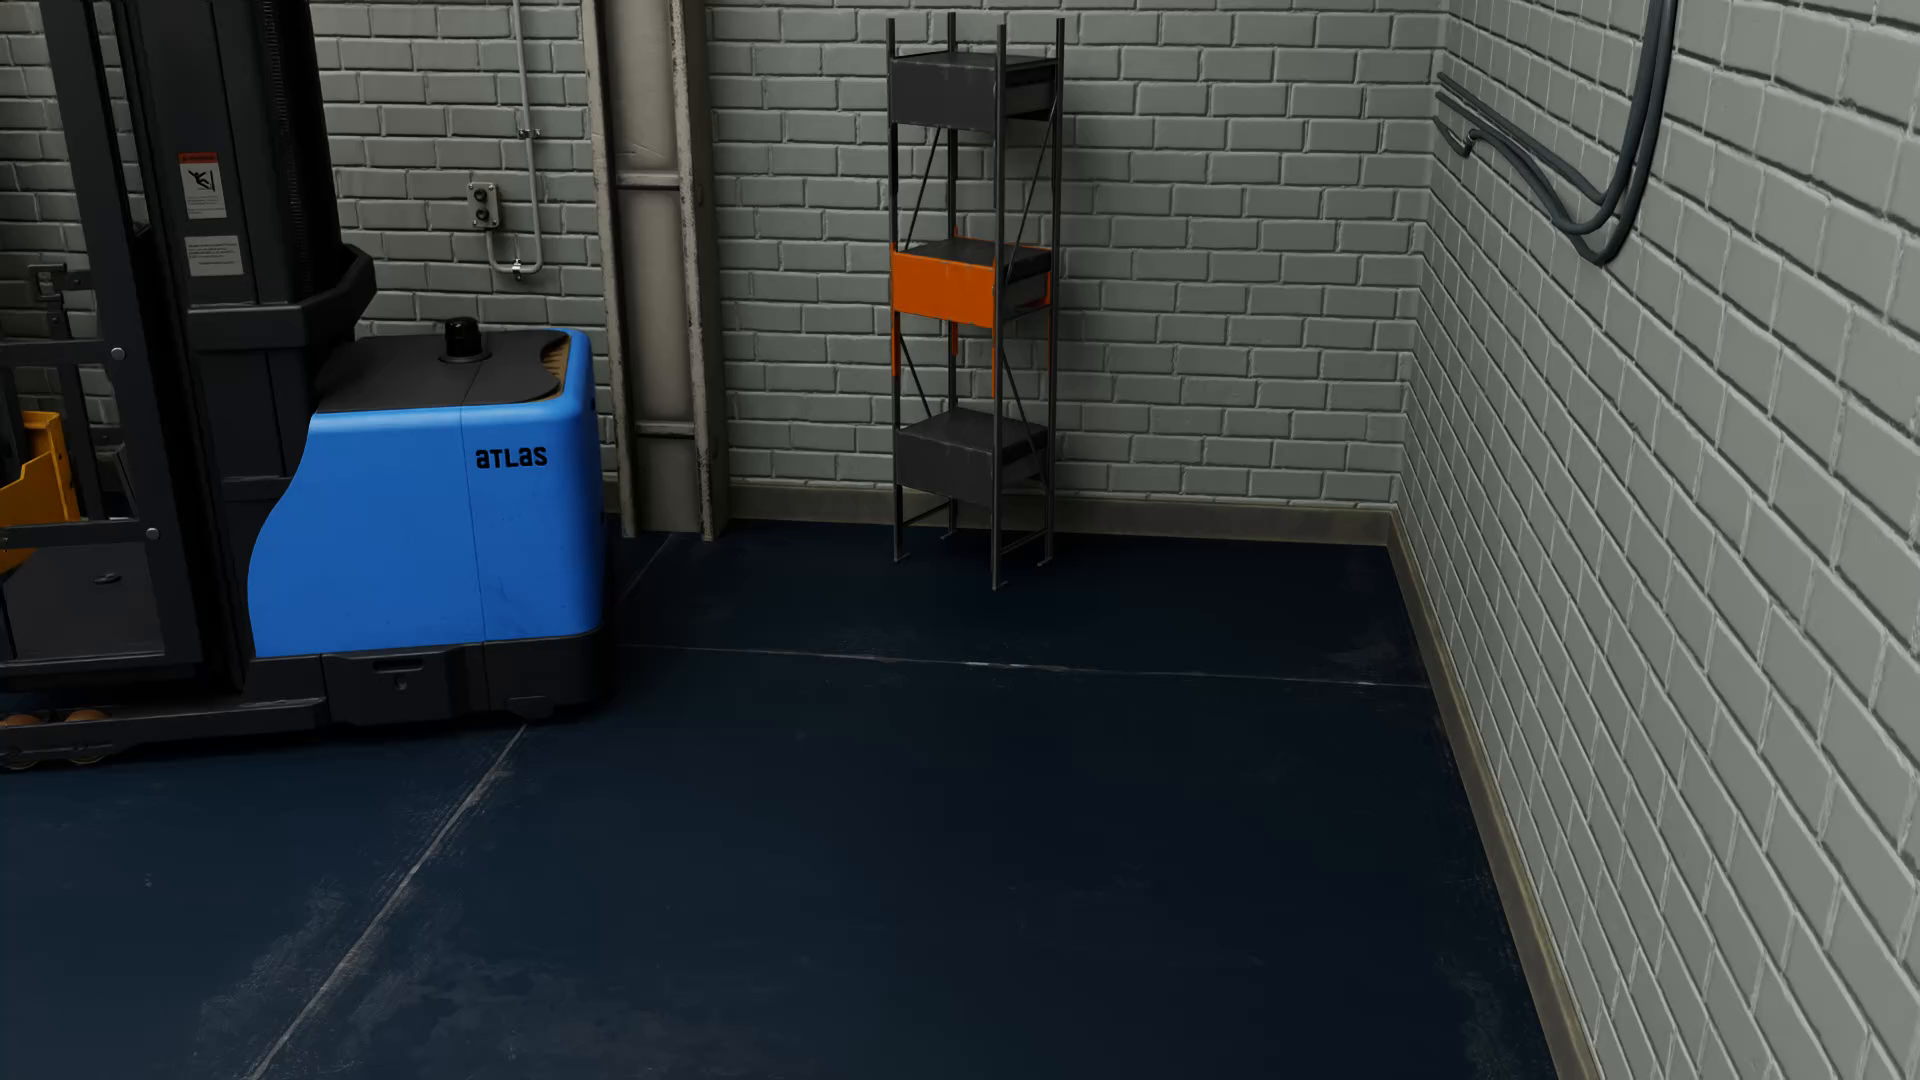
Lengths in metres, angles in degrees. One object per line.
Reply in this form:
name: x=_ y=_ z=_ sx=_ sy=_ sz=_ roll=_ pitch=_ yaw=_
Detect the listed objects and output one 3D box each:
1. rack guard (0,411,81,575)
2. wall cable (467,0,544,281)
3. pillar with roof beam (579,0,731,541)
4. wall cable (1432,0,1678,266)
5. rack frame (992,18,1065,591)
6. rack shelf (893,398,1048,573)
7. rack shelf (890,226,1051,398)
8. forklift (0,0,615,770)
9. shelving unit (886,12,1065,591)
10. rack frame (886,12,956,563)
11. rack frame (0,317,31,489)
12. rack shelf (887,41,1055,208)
rack guard: x=-3.961 y=-0.093 z=6.494 sx=0.348 sy=0.500 sz=1.175 roll=2 pitch=22 yaw=6
wall cable: x=-2.602 y=-2.018 z=6.584 sx=1.851 sy=1.984 sz=0.084 roll=2 pitch=22 yaw=6
pillar with roof beam: x=-1.708 y=-2.673 z=1.462 sx=0.400 sy=9.000 sz=9.100 roll=2 pitch=22 yaw=6
wall cable: x=1.590 y=-2.227 z=4.556 sx=0.112 sy=2.526 sz=3.097 roll=2 pitch=22 yaw=6
rack frame: x=0.251 y=-0.838 z=6.204 sx=0.015 sy=2.100 sz=0.400 roll=15 pitch=26 yaw=34
rack shelf: x=0.055 y=-0.228 z=6.601 sx=0.480 sy=0.518 sz=0.431 roll=15 pitch=26 yaw=34
rack shelf: x=0.055 y=-0.879 z=6.344 sx=0.480 sy=0.518 sz=0.431 roll=15 pitch=26 yaw=34
forklift: x=-2.721 y=-0.863 z=5.136 sx=3.031 sy=2.935 sz=1.130 roll=-4 pitch=22 yaw=-9
shelving unit: x=0.055 y=-0.892 z=6.339 sx=0.503 sy=2.100 sz=0.431 roll=15 pitch=26 yaw=34
rack frame: x=-0.141 y=-0.945 z=6.474 sx=0.015 sy=2.100 sz=0.400 roll=15 pitch=26 yaw=34
rack frame: x=-3.985 y=-1.256 z=6.037 sx=0.127 sy=3.000 sz=1.000 roll=2 pitch=22 yaw=6
rack shelf: x=0.055 y=-1.530 z=6.087 sx=0.480 sy=0.518 sz=0.431 roll=15 pitch=26 yaw=34
